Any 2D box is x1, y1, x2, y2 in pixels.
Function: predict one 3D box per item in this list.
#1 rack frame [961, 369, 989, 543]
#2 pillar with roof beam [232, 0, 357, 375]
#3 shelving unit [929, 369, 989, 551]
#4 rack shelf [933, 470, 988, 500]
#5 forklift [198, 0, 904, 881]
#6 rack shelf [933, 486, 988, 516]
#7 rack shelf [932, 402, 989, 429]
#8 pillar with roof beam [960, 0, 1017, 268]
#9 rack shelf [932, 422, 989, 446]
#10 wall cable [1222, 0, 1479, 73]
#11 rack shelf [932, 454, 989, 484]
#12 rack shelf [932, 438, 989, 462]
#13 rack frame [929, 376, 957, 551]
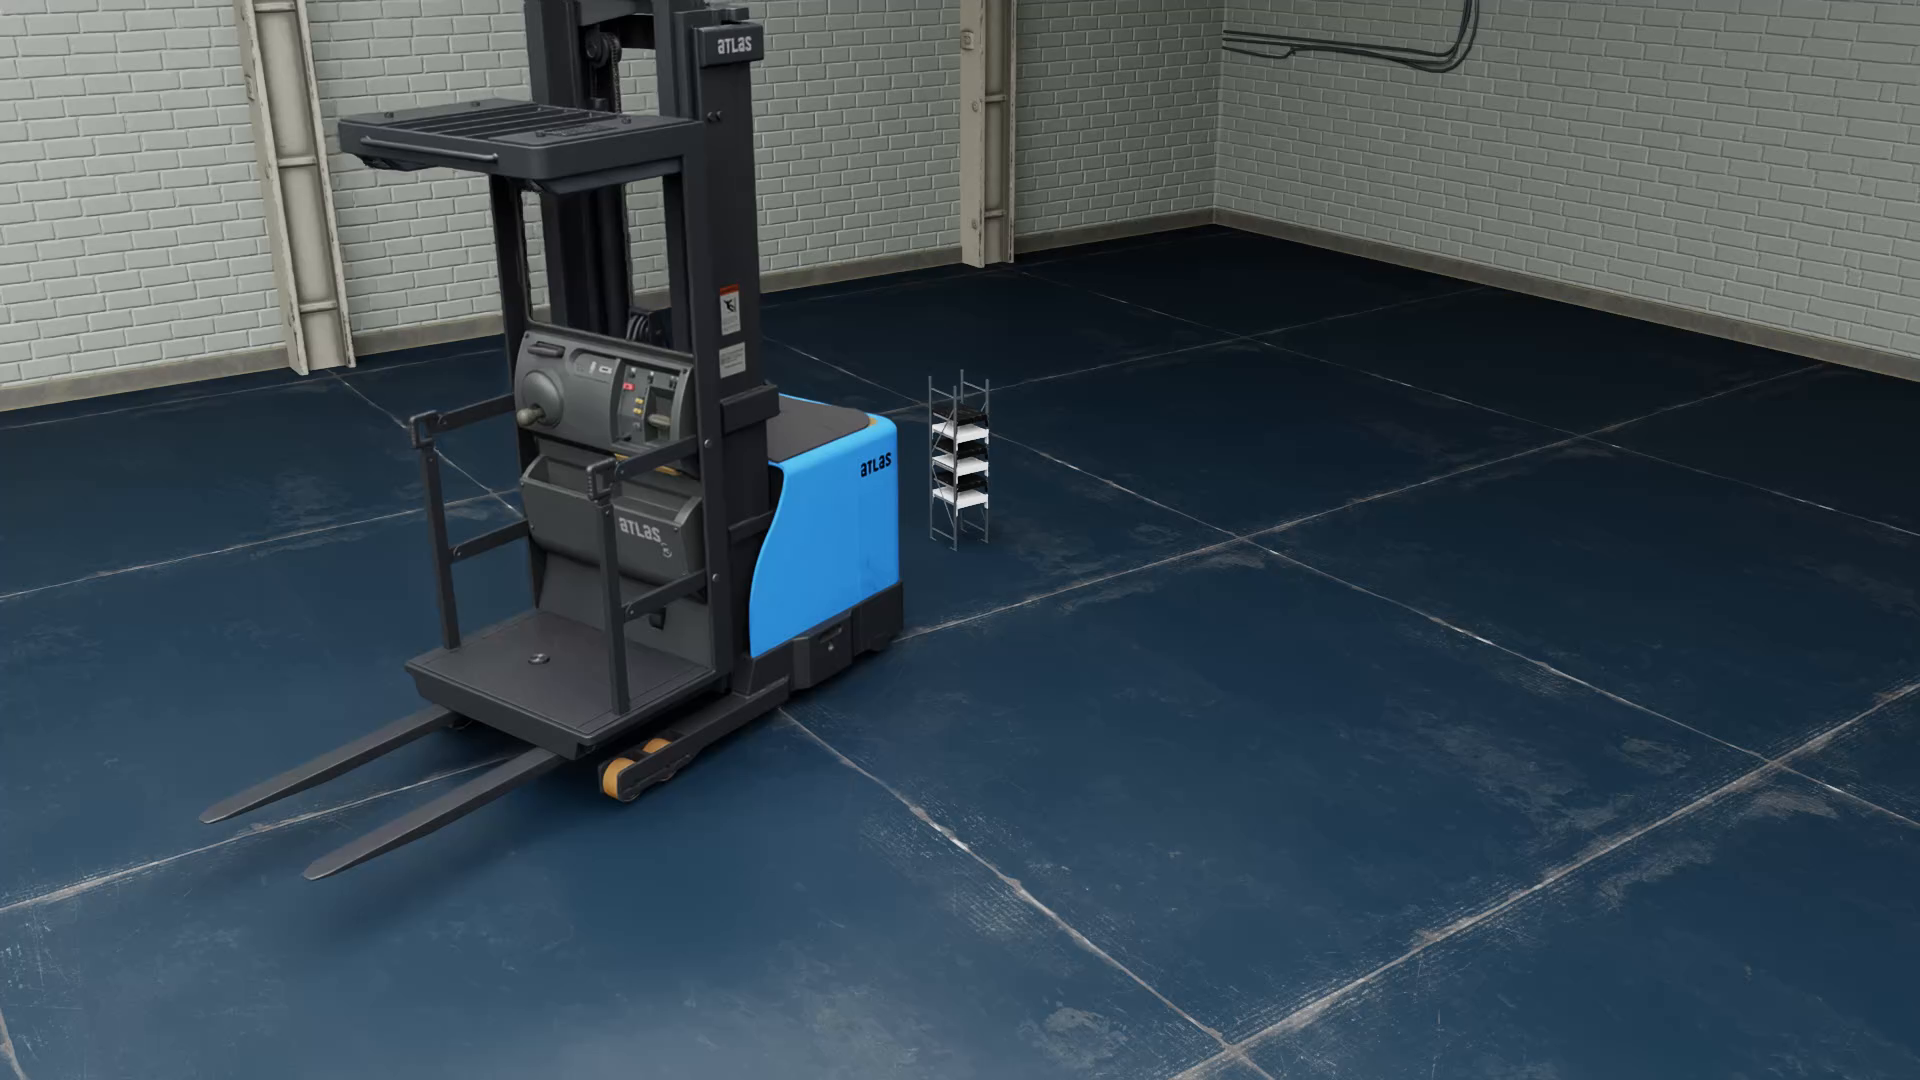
[{"bbox_3d":[0.076,-0.438,8.780,0.006,0.900,0.240,-15,26,-33],"label":"rack frame"},{"bbox_3d":[-2.105,-4.146,7.144,0.400,9.000,9.100,-15,26,-33],"label":"pillar with roof beam"},{"bbox_3d":[-0.007,-0.416,8.725,0.210,0.900,0.258,-15,26,-33],"label":"shelving unit"},{"bbox_3d":[-0.007,-0.302,8.771,0.200,0.077,0.258,-15,26,-33],"label":"rack shelf"},{"bbox_3d":[-1.528,-0.560,6.345,1.130,2.935,3.031,15,26,33],"label":"forklift"},{"bbox_3d":[-0.007,-0.218,8.804,0.200,0.077,0.258,-15,26,-33],"label":"rack shelf"},{"bbox_3d":[-0.007,-0.636,8.637,0.200,0.077,0.258,-15,26,-33],"label":"rack shelf"},{"bbox_3d":[2.765,-5.444,10.398,0.400,9.000,9.100,-15,26,-33],"label":"pillar with roof beam"},{"bbox_3d":[-0.007,-0.552,8.671,0.200,0.077,0.258,-15,26,-33],"label":"rack shelf"},{"bbox_3d":[3.415,-5.537,14.820,0.112,2.526,3.097,-15,26,-33],"label":"wall cable"},{"bbox_3d":[-0.007,-0.385,8.738,0.200,0.077,0.258,-15,26,-33],"label":"rack shelf"},{"bbox_3d":[-0.007,-0.469,8.704,0.200,0.077,0.258,-15,26,-33],"label":"rack shelf"},{"bbox_3d":[-0.089,-0.394,8.670,0.006,0.900,0.240,-15,26,-33],"label":"rack frame"}]
